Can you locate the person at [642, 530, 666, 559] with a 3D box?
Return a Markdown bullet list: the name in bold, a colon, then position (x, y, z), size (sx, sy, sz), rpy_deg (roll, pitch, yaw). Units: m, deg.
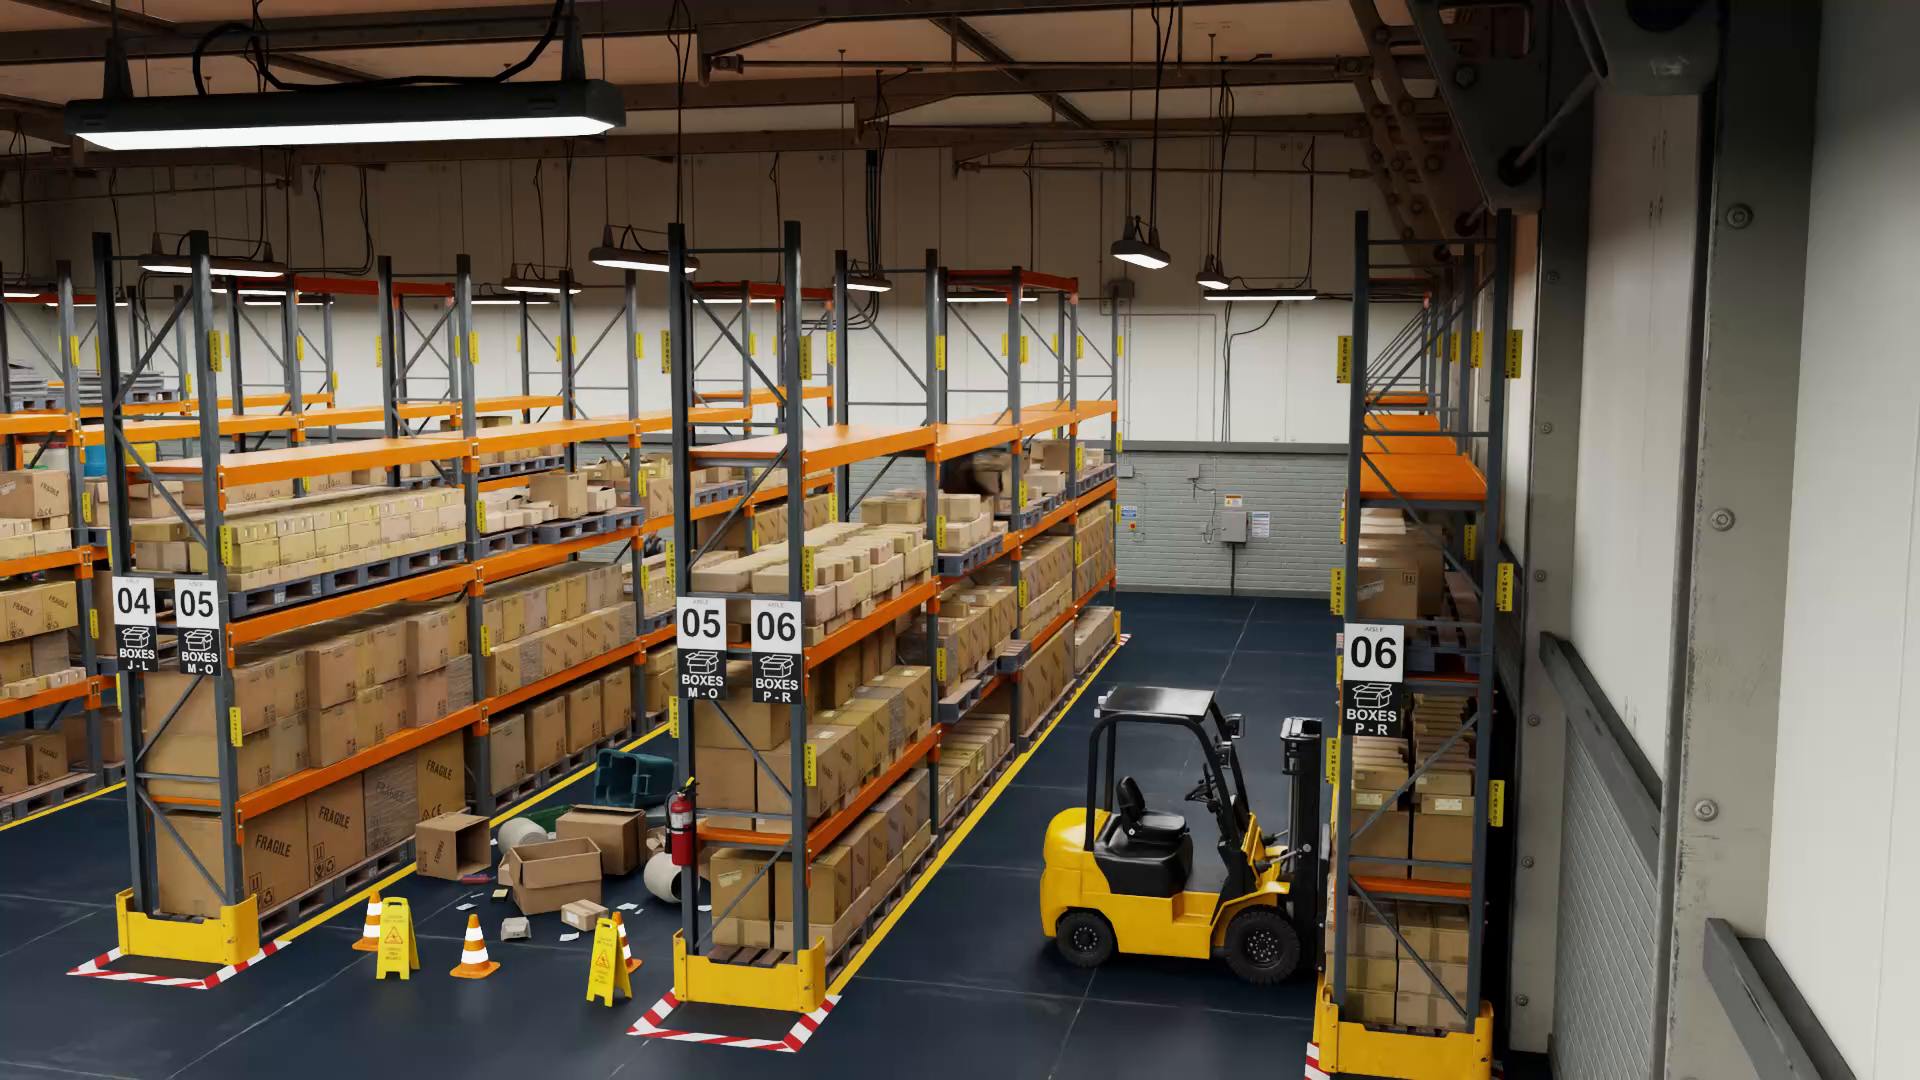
- **person**: position (-5.623, 0.583, 30.576), size (0.565, 1.734, 0.422), rpy_deg (5, 9, 36)
